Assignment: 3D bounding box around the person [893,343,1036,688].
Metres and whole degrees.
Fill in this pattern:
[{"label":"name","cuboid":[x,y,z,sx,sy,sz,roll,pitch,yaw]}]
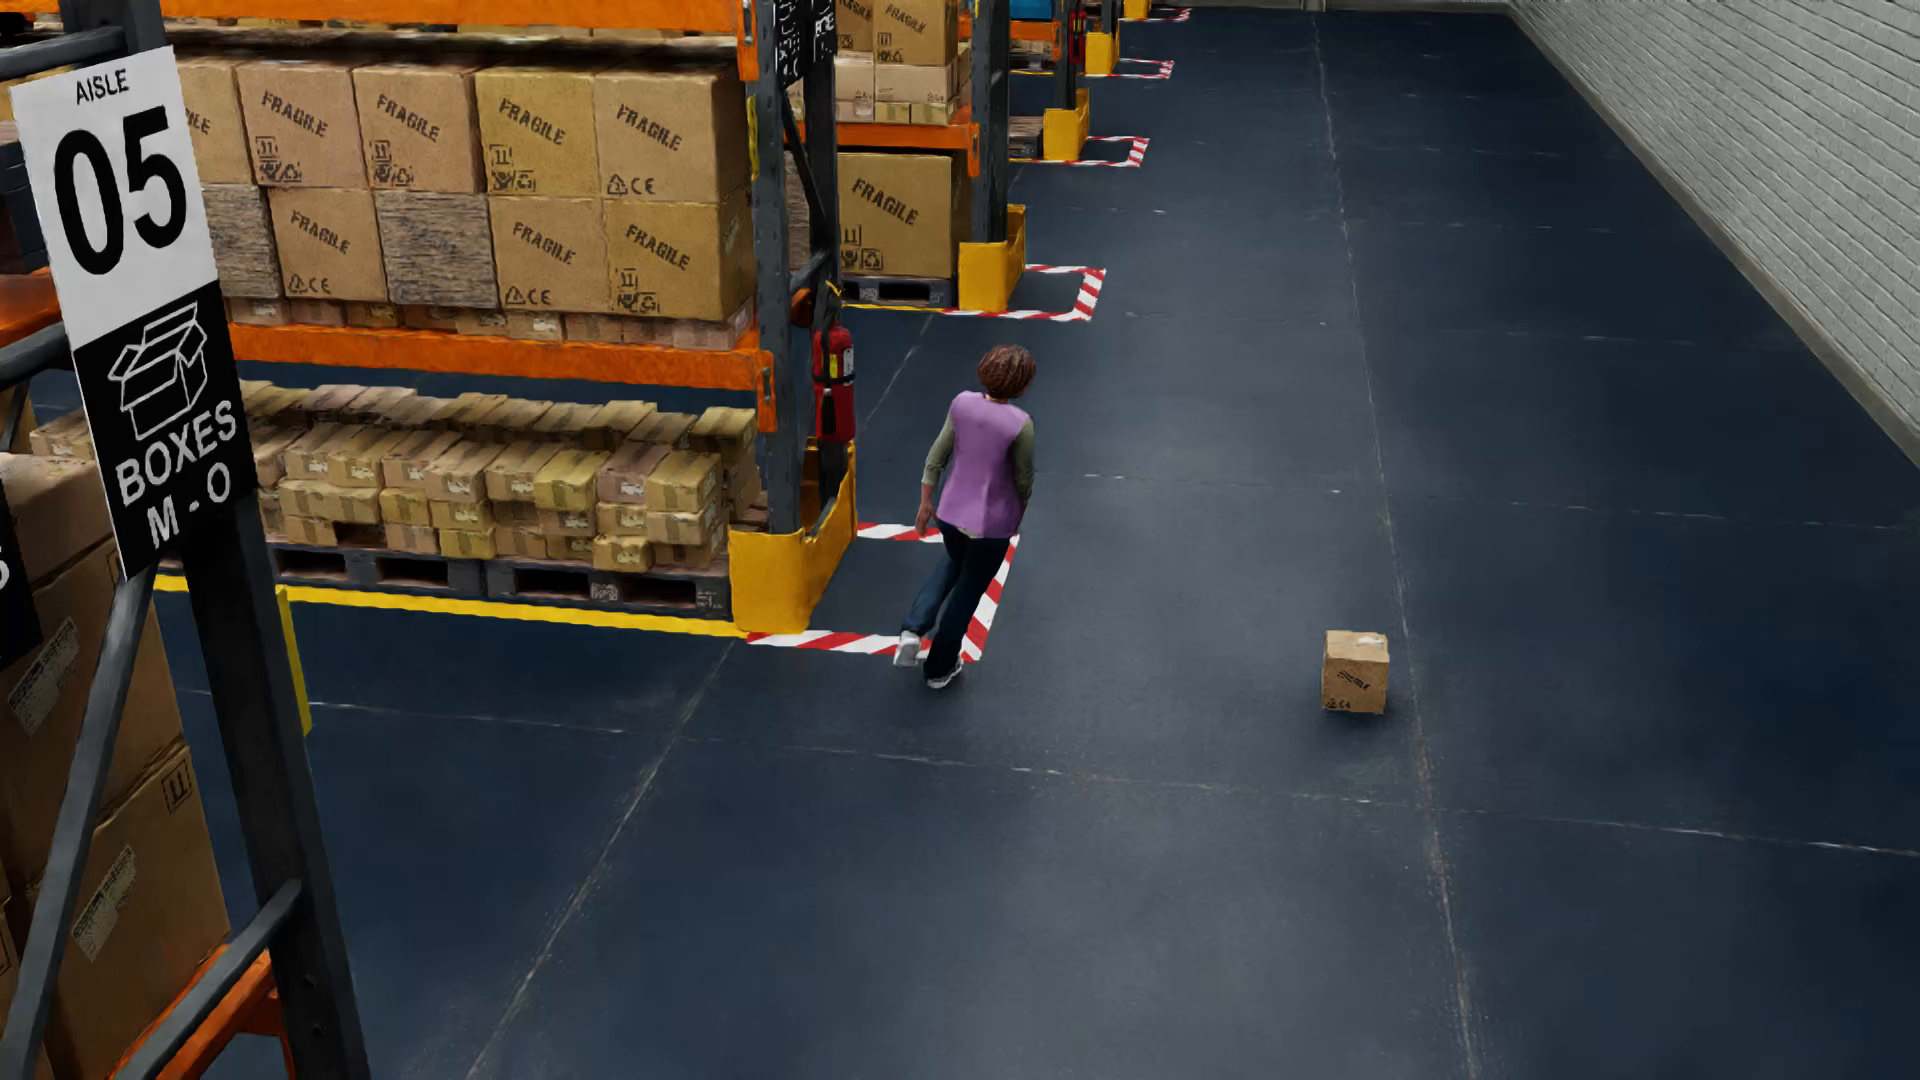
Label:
[{"label":"person","cuboid":[0.034,-0.075,6.775,0.570,1.551,0.459,17,30,31]}]
